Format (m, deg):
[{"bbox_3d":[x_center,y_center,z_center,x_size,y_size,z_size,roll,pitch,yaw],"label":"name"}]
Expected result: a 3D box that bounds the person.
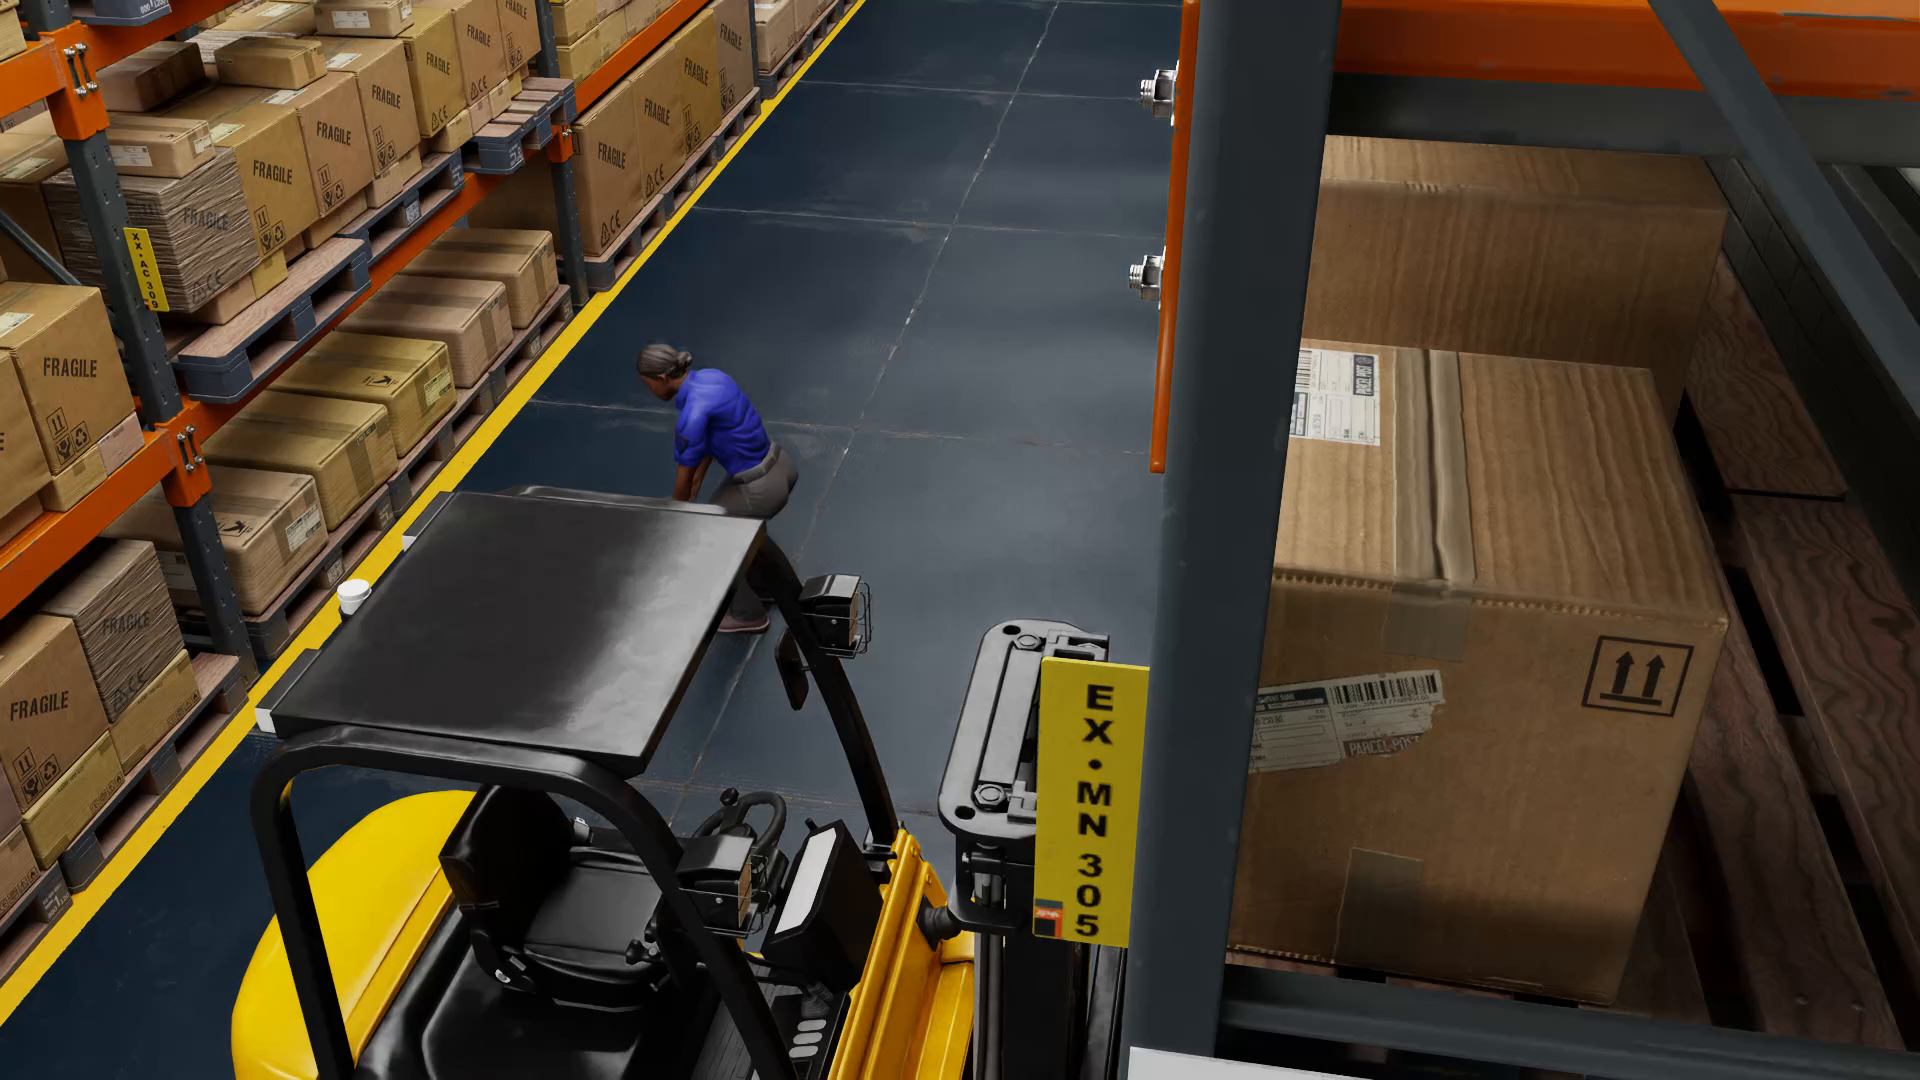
[{"bbox_3d":[-1.042,-0.221,7.271,0.635,1.363,0.496,5,33,8],"label":"person"}]
